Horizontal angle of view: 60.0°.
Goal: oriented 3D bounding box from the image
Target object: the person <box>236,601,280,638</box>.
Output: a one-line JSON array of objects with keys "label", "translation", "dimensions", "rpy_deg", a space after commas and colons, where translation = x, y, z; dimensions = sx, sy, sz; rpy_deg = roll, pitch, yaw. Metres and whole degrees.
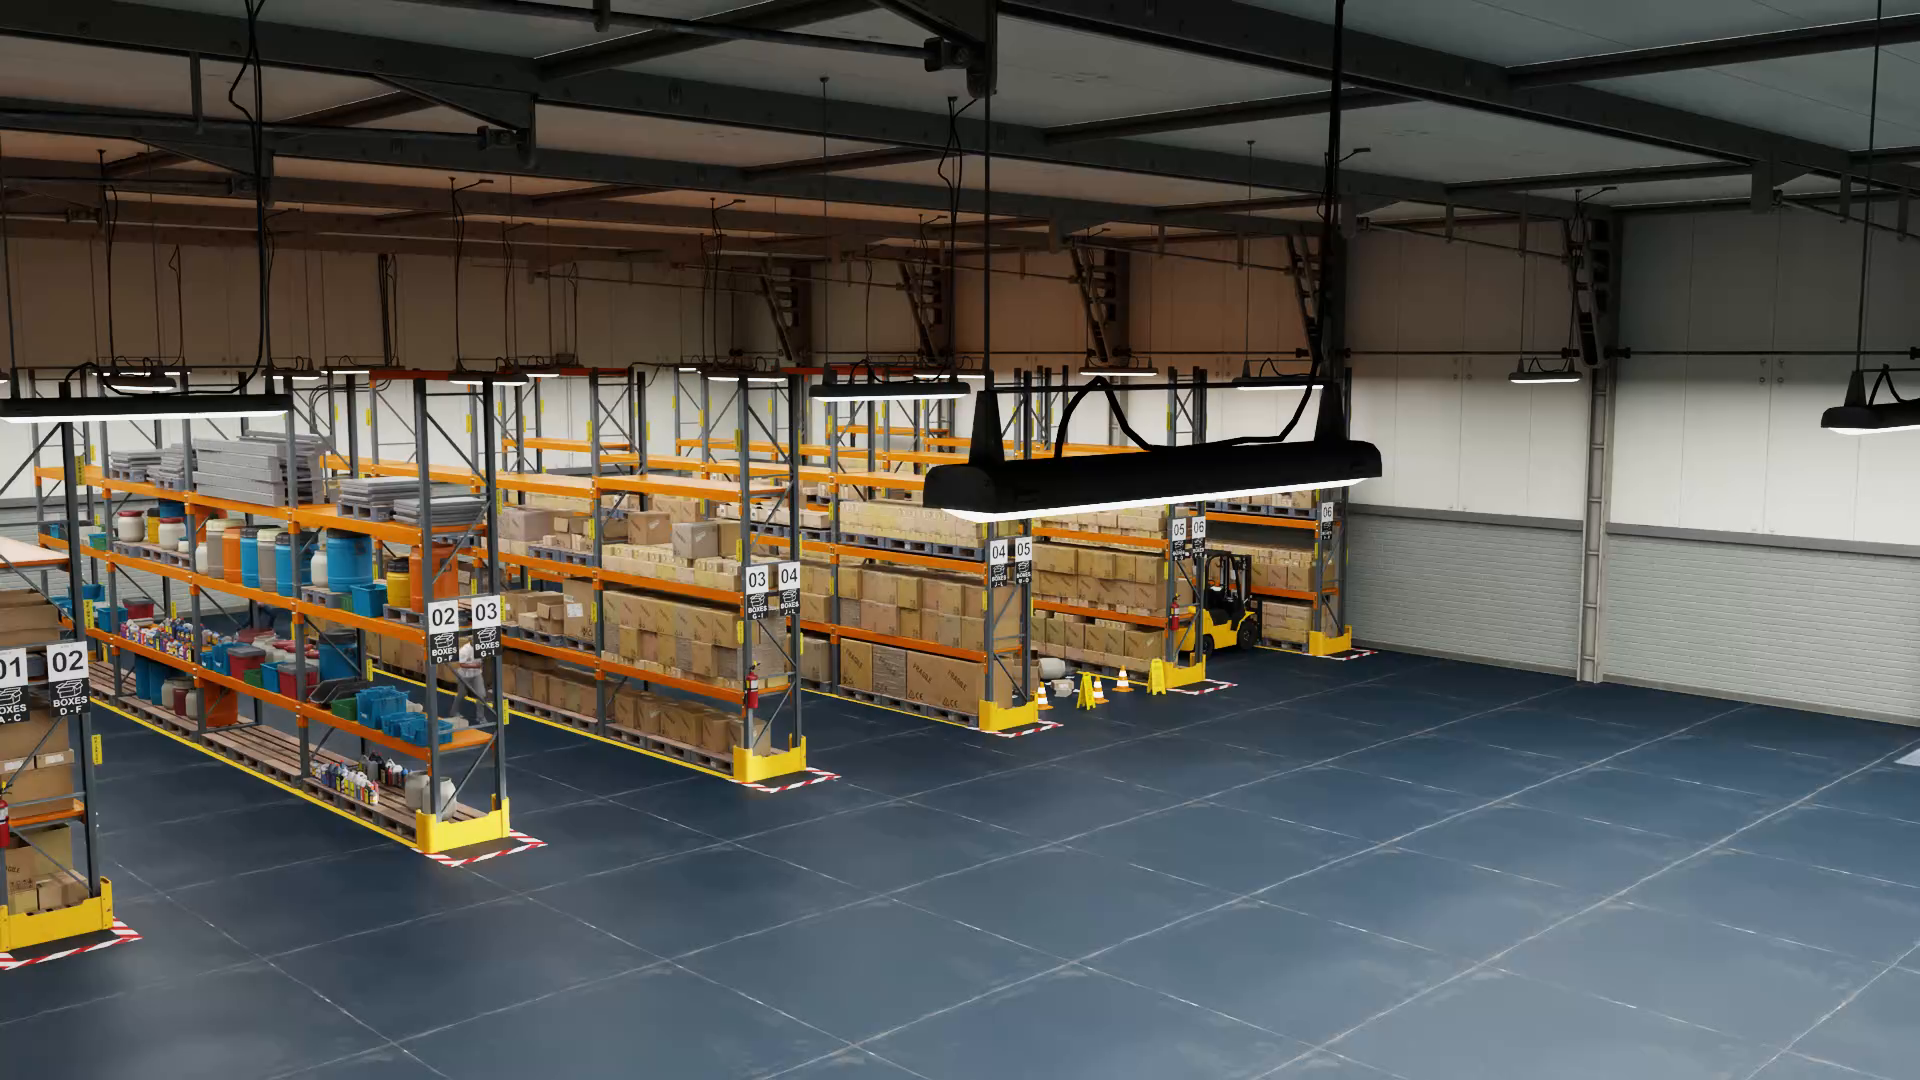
[{"label": "person", "translation": [-15.500, 1.463, 36.762], "dimensions": [0.973, 1.451, 0.543], "rpy_deg": [-2, 7, -19]}]

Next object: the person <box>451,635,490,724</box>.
[{"label": "person", "translation": [-8.354, 2.321, 28.337], "dimensions": [0.955, 1.657, 0.574], "rpy_deg": [6, 8, 41]}]

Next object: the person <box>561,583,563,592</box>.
[{"label": "person", "translation": [-9.705, 0.834, 41.283], "dimensions": [1.002, 1.747, 0.672], "rpy_deg": [-6, 9, -41]}]
